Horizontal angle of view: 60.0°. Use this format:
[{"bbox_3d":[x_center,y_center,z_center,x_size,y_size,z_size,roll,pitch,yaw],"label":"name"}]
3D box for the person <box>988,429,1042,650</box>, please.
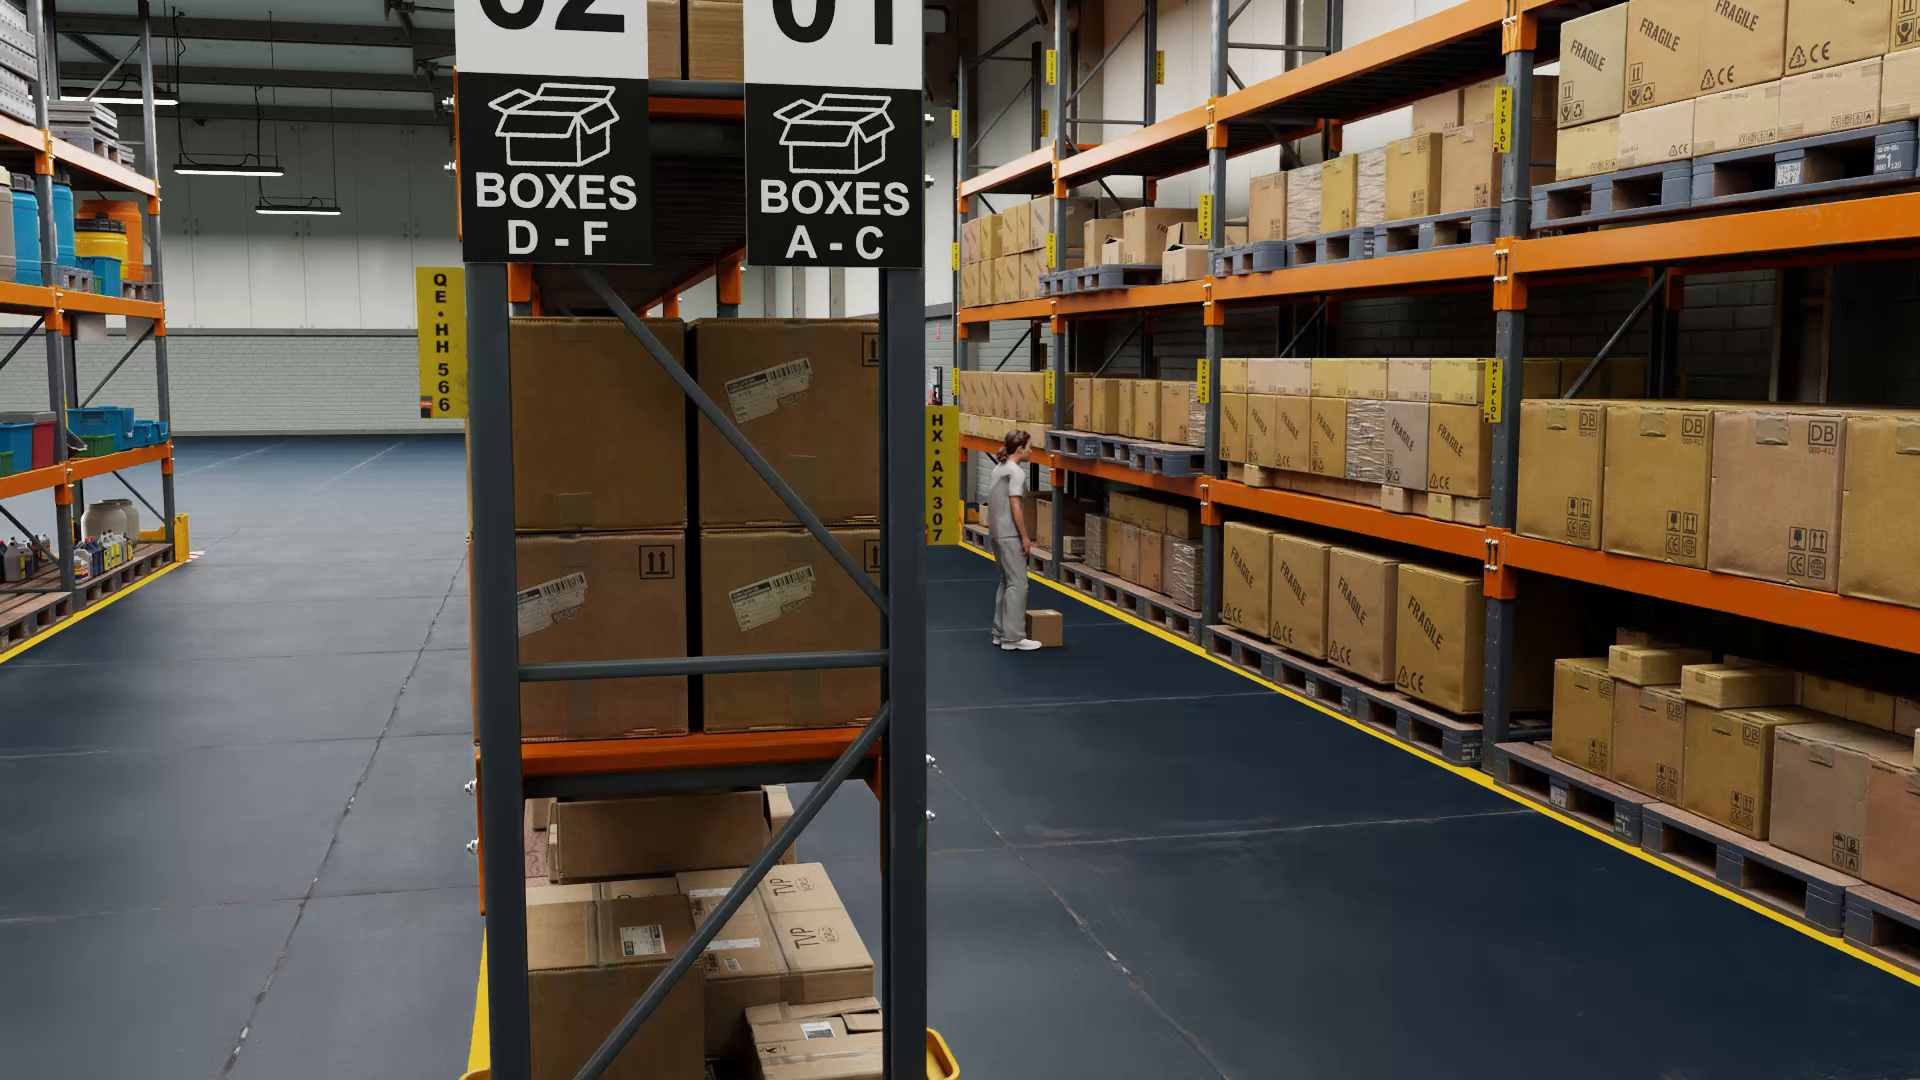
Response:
[{"bbox_3d":[0.402,-0.012,12.769,0.356,1.669,0.509,-2,6,-16],"label":"person"}]
